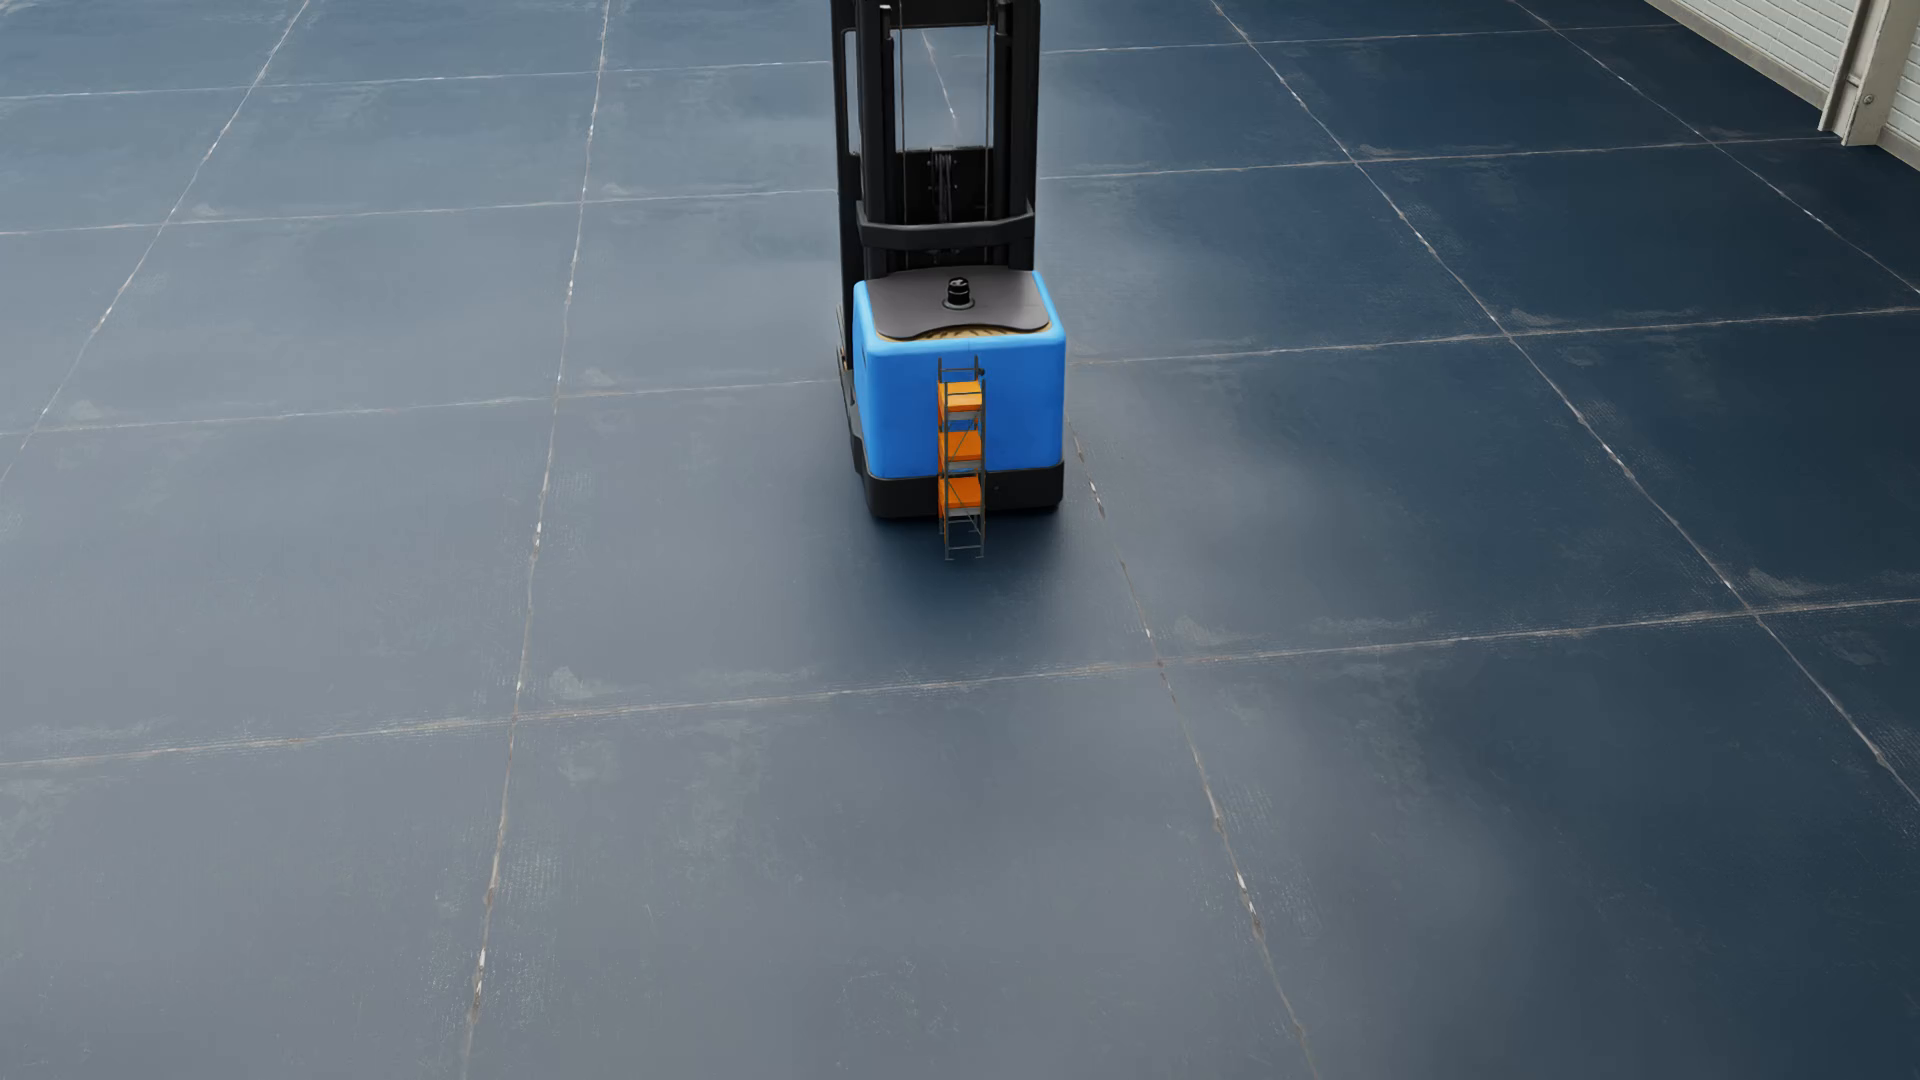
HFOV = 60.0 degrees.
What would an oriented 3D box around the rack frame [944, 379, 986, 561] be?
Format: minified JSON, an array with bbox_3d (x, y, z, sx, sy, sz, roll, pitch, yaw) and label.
[{"bbox_3d":[0.024,-0.336,8.311,0.200,1.050,0.008,-4,35,-6],"label":"rack frame"}]

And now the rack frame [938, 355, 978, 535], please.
[{"bbox_3d":[-0.009,-0.472,8.510,0.200,1.050,0.008,-4,35,-6],"label":"rack frame"}]

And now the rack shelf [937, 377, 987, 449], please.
[{"bbox_3d":[0.007,-0.630,8.257,0.215,0.259,0.240,-4,35,-6],"label":"rack shelf"}]

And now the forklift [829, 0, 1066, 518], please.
[{"bbox_3d":[-0.160,-2.144,9.294,1.130,2.935,3.031,-4,35,-7],"label":"forklift"}]

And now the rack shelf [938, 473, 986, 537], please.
[{"bbox_3d":[0.007,-0.166,8.573,0.215,0.259,0.240,-4,35,-6],"label":"rack shelf"}]

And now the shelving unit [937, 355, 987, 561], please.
[{"bbox_3d":[0.007,-0.404,8.411,0.215,1.050,0.252,-4,35,-6],"label":"shelving unit"}]

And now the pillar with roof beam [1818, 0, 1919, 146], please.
[{"bbox_3d":[2.996,-6.693,10.581,9.100,9.000,0.400,-4,35,-6],"label":"pillar with roof beam"}]

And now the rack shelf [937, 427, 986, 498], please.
[{"bbox_3d":[0.007,-0.395,8.416,0.215,0.259,0.240,-4,35,-6],"label":"rack shelf"}]
